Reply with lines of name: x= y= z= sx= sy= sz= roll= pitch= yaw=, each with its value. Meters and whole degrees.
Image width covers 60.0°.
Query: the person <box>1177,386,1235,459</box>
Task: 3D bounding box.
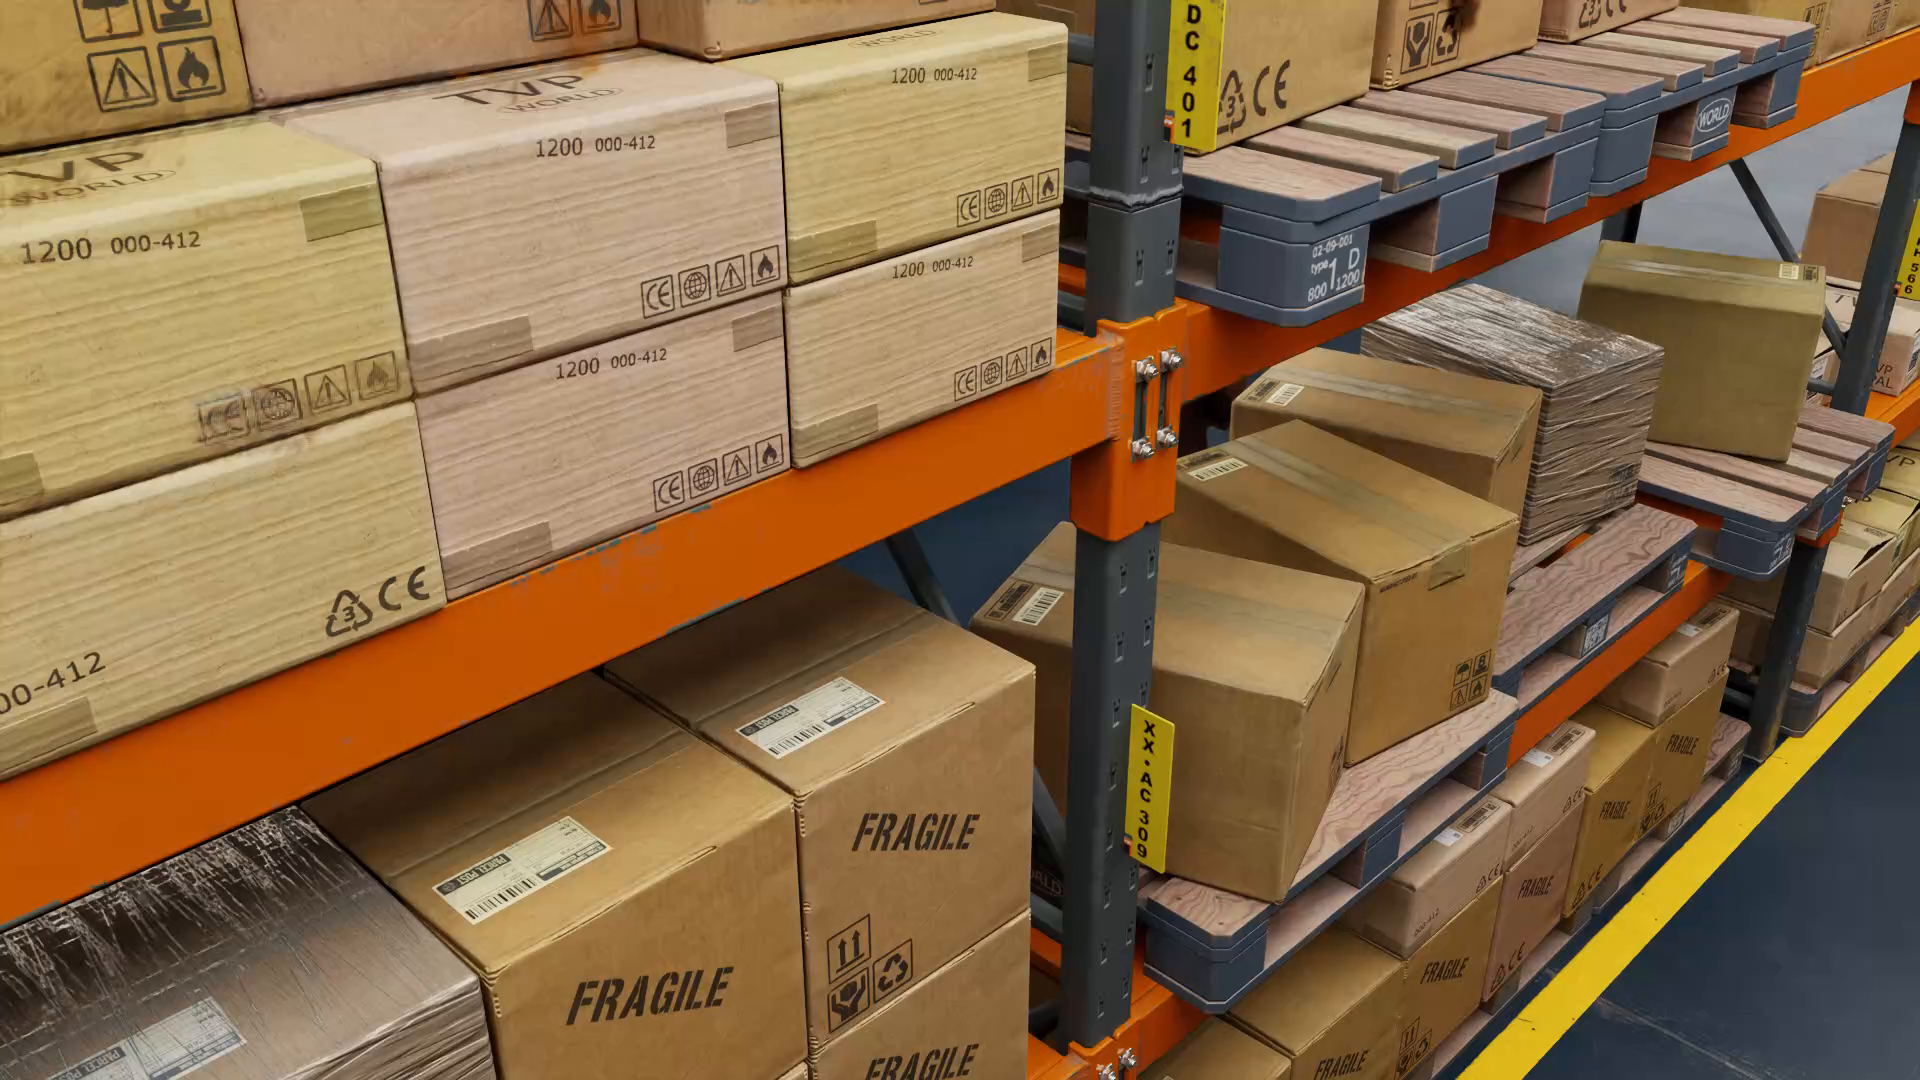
person: x=0.899 y=-0.443 z=6.994 sx=0.525 sy=1.779 sz=0.545 roll=24 pitch=36 yaw=38
